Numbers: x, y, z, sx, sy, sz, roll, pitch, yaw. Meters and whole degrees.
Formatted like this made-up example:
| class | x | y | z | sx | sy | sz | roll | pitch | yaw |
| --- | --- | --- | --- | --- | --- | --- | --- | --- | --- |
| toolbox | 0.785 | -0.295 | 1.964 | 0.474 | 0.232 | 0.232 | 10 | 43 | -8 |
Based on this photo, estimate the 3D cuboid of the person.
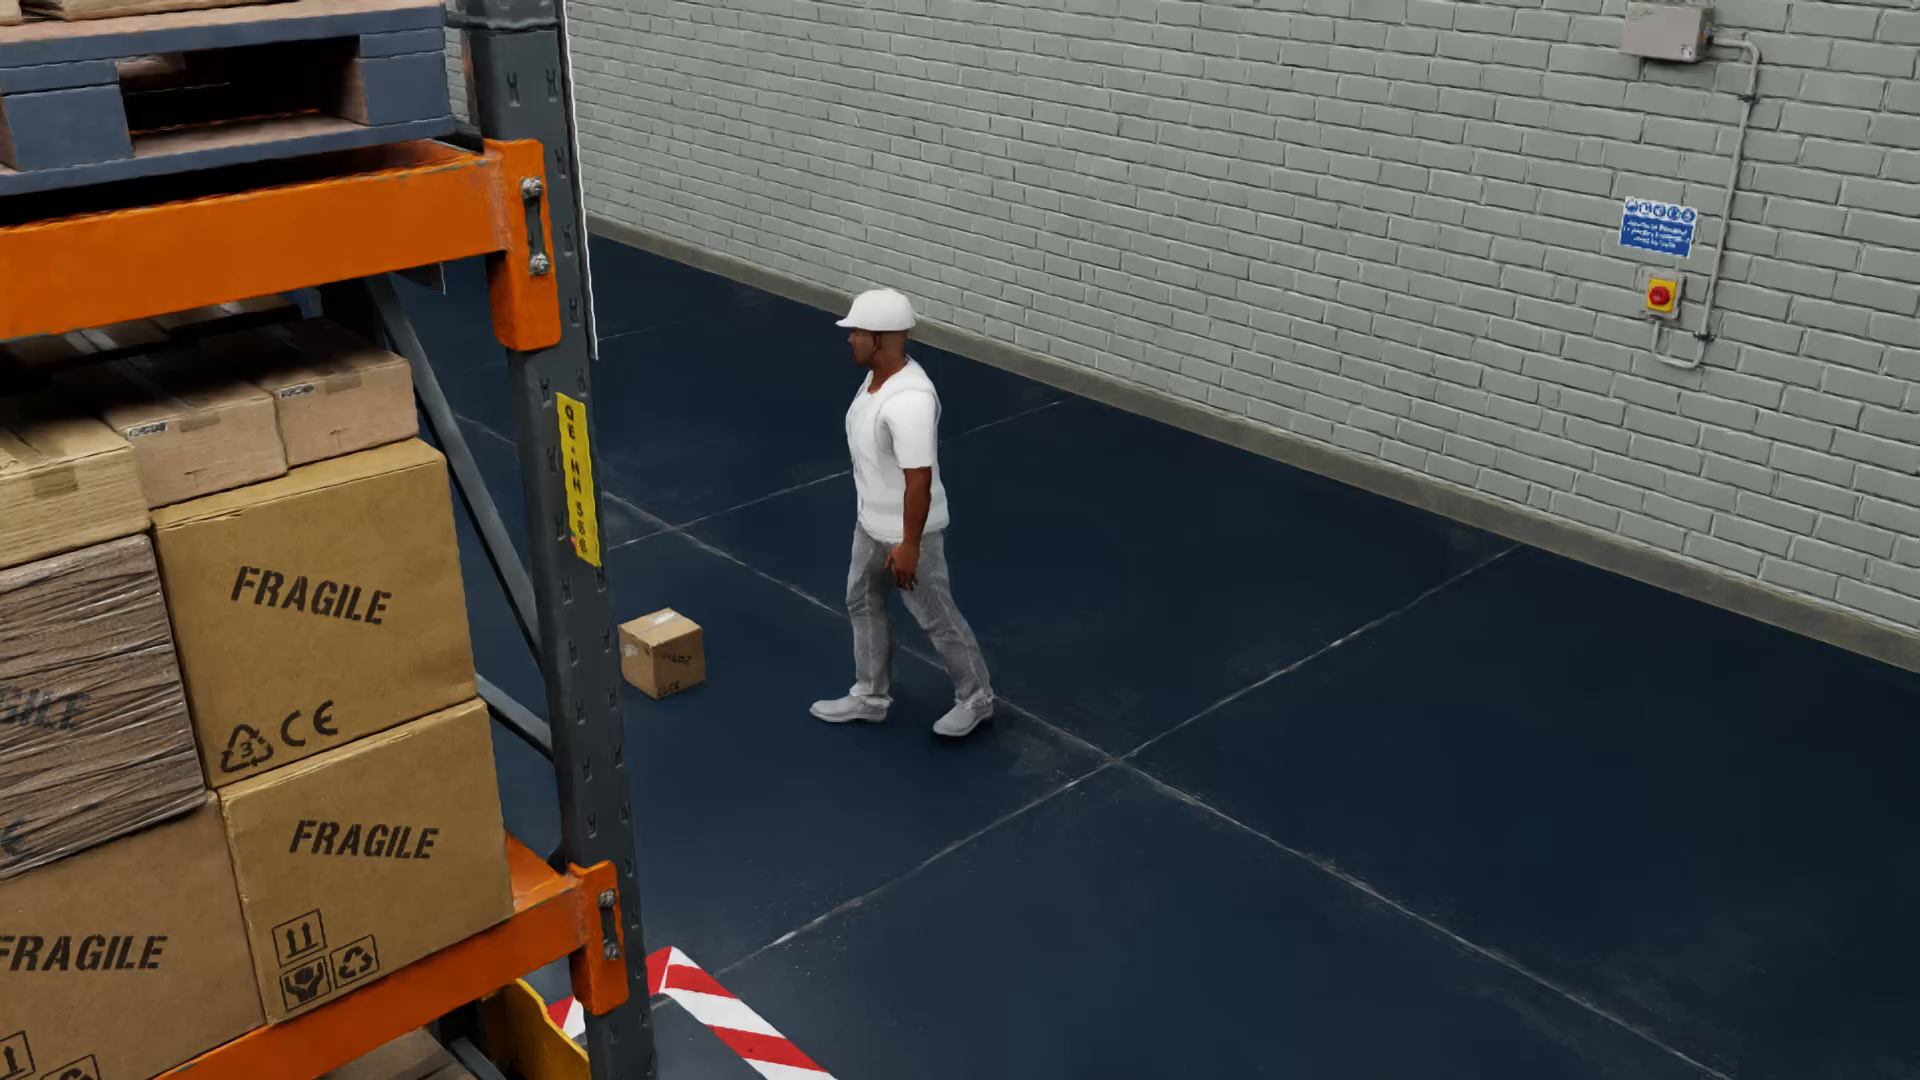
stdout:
| class | x | y | z | sx | sy | sz | roll | pitch | yaw |
| --- | --- | --- | --- | --- | --- | --- | --- | --- | --- |
| person | -0.218 | -0.073 | 6.238 | 0.692 | 1.758 | 0.592 | -7 | 25 | -16 |
